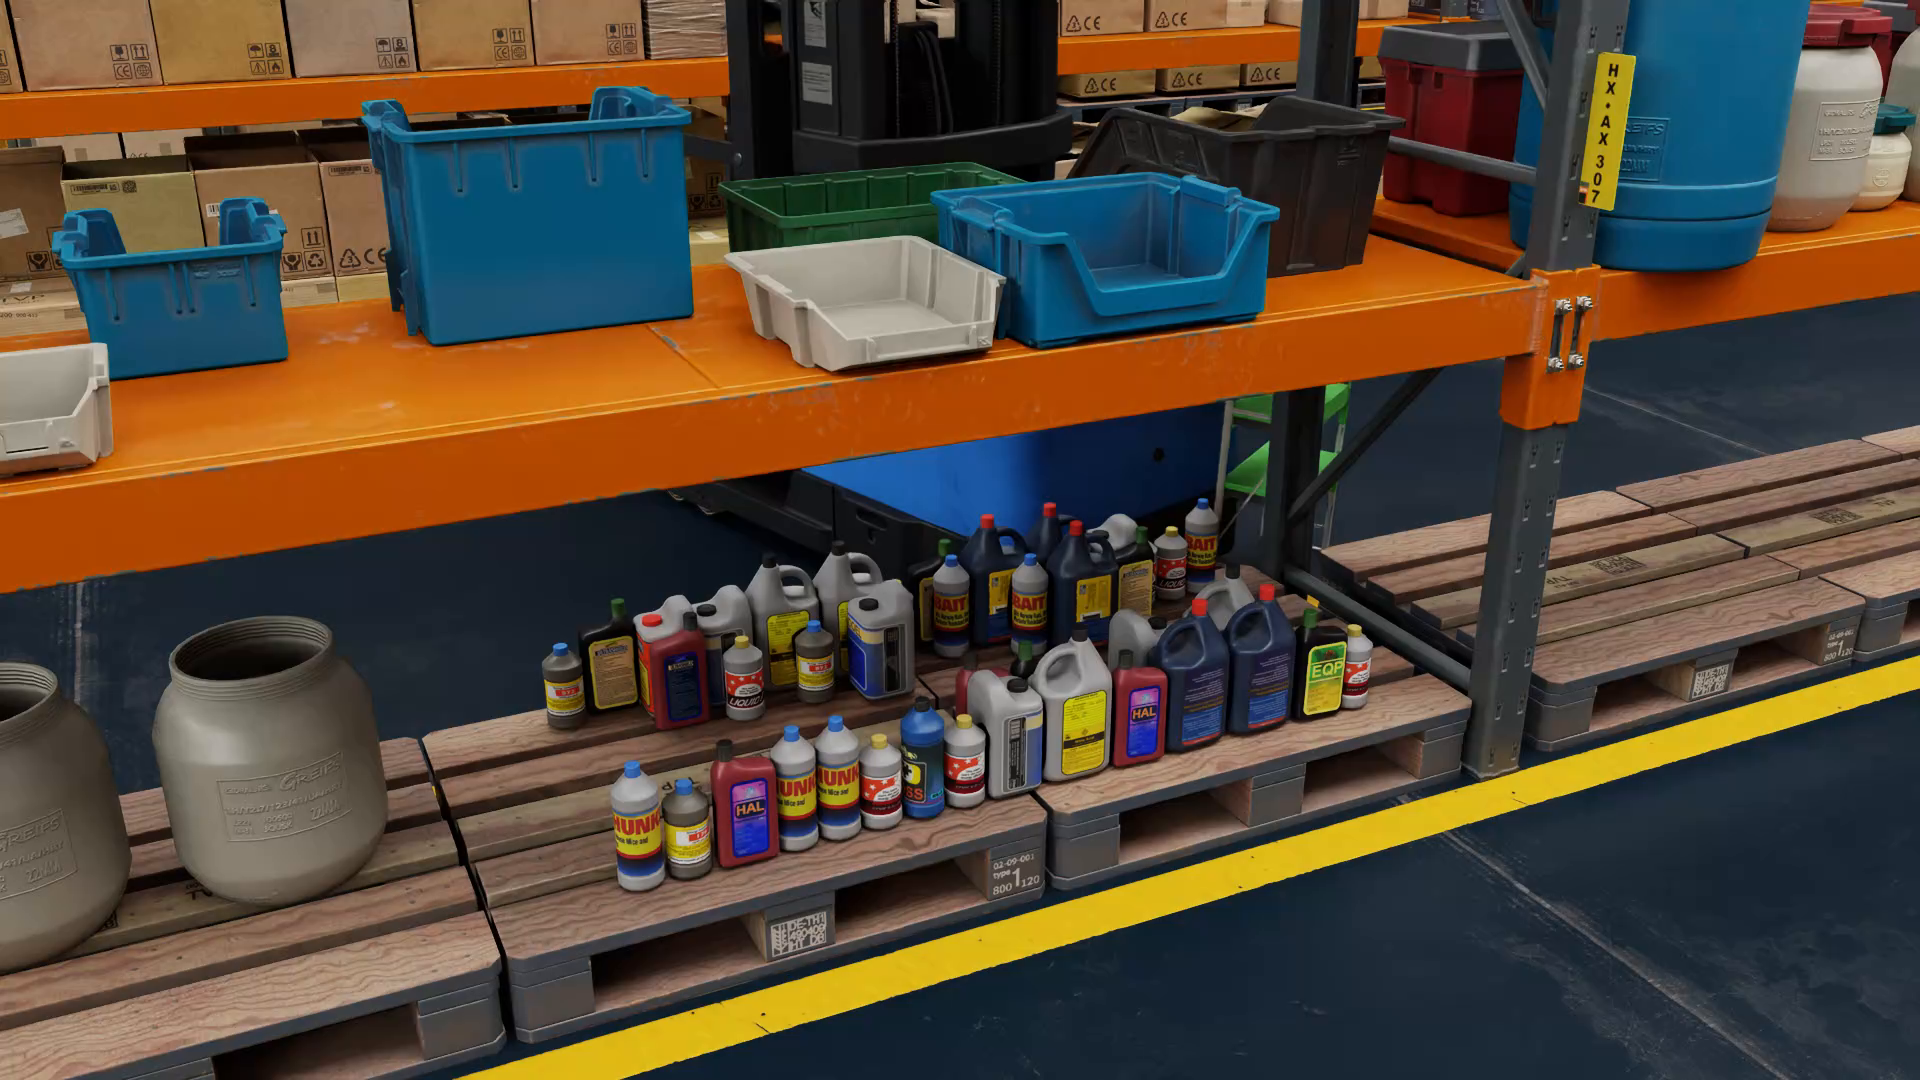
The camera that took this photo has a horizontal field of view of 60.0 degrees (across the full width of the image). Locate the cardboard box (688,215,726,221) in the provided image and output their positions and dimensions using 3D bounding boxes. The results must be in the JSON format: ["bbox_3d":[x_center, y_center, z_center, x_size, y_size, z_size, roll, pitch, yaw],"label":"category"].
[{"bbox_3d":[-1.523,-1.607,8.755,0.500,0.250,0.500,-10,25,-24],"label":"cardboard box"}]

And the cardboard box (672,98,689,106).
[{"bbox_3d":[-2.470,-3.538,13.069,0.500,0.500,0.700,-10,24,-22],"label":"cardboard box"}]

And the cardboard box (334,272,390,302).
[{"bbox_3d":[-2.646,-1.176,7.715,0.500,0.250,0.500,-10,25,-24],"label":"cardboard box"}]

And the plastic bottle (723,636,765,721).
[{"bbox_3d":[-0.534,0.334,4.104,0.097,0.201,0.097,0,22,0],"label":"plastic bottle"}]

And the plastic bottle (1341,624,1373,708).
[{"bbox_3d":[0.979,0.309,4.164,0.097,0.201,0.097,0,22,0],"label":"plastic bottle"}]

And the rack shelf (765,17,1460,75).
[{"bbox_3d":[0.828,-2.655,9.182,4.000,0.370,1.077,-10,25,-24],"label":"rack shelf"}]

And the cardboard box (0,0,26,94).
[{"bbox_3d":[-4.152,-2.111,6.797,0.500,0.500,0.700,-10,25,-24],"label":"cardboard box"}]

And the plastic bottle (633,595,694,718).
[{"bbox_3d":[-0.729,0.283,4.131,0.135,0.276,0.152,-10,25,-23],"label":"plastic bottle"}]

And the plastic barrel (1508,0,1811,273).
[{"bbox_3d":[1.651,-1.139,3.924,0.708,0.901,0.600,-10,25,-24],"label":"plastic barrel"}]

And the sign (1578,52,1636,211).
[{"bbox_3d":[1.400,-0.884,3.602,0.005,0.325,0.100,-10,25,-24],"label":"sign"}]

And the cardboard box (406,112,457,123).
[{"bbox_3d":[-4.043,-3.224,12.311,0.500,0.500,0.500,-12,26,-28],"label":"cardboard box"}]

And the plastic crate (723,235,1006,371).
[{"bbox_3d":[-0.182,-0.469,3.307,0.437,0.136,0.530,-10,25,-24],"label":"plastic crate"}]

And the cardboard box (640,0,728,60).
[{"bbox_3d":[-1.371,-2.626,8.041,0.500,0.500,0.700,-11,25,-25],"label":"cardboard box"}]

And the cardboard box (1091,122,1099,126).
[{"bbox_3d":[1.101,-2.342,9.799,0.500,0.311,0.500,-11,25,-25],"label":"cardboard box"}]

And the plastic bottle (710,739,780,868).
[{"bbox_3d":[-0.452,0.543,3.493,0.133,0.283,0.061,-10,25,-23],"label":"plastic bottle"}]

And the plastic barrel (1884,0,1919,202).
[{"bbox_3d":[2.789,-1.215,4.587,0.433,0.535,0.433,0,22,0],"label":"plastic barrel"}]

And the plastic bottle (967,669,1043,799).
[{"bbox_3d":[0.104,0.425,3.788,0.135,0.276,0.152,-10,24,-23],"label":"plastic bottle"}]

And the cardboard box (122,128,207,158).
[{"bbox_3d":[-5.554,-2.838,11.624,0.500,0.311,0.500,-8,24,-19],"label":"cardboard box"}]

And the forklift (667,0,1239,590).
[{"bbox_3d":[-0.459,-1.559,5.685,1.130,2.935,3.031,-19,29,-39],"label":"forklift"}]

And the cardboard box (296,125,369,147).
[{"bbox_3d":[-2.878,-1.707,8.017,0.500,0.500,0.500,-10,25,-24],"label":"cardboard box"}]

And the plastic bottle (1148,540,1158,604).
[{"bbox_3d":[0.511,0.077,4.725,0.097,0.201,0.097,0,22,0],"label":"plastic bottle"}]

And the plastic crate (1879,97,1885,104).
[{"bbox_3d":[2.618,-1.236,5.091,0.662,0.188,0.450,-10,25,-24],"label":"plastic crate"}]

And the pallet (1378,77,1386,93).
[{"bbox_3d":[4.802,-4.500,16.345,1.213,0.211,1.003,-10,25,-24],"label":"pallet"}]

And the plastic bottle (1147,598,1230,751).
[{"bbox_3d":[0.543,0.311,3.965,0.185,0.351,0.144,-12,25,-26],"label":"plastic bottle"}]

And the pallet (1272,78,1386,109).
[{"bbox_3d":[3.420,-4.247,15.733,1.213,0.211,1.003,-10,25,-24],"label":"pallet"}]

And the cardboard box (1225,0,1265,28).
[{"bbox_3d":[1.506,-2.972,9.336,0.250,0.149,0.380,-9,24,-20],"label":"cardboard box"}]

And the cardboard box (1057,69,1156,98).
[{"bbox_3d":[1.198,-4.303,14.485,0.750,0.750,0.750,-11,25,-24],"label":"cardboard box"}]

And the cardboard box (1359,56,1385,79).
[{"bbox_3d":[3.554,-4.737,15.534,0.750,0.750,0.750,-10,25,-23],"label":"cardboard box"}]

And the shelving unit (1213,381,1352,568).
[{"bbox_3d":[1.044,-0.454,5.264,0.258,1.200,0.503,15,27,26],"label":"shelving unit"}]

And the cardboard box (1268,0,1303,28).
[{"bbox_3d":[1.940,-2.958,9.304,0.250,0.149,0.380,-10,25,-24],"label":"cardboard box"}]

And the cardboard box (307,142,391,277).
[{"bbox_3d":[-2.646,-1.522,7.571,0.500,0.500,0.500,-10,25,-24],"label":"cardboard box"}]

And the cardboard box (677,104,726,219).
[{"bbox_3d":[-1.527,-1.956,8.620,0.500,0.500,0.500,-10,25,-24],"label":"cardboard box"}]

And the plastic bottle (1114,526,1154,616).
[{"bbox_3d":[0.461,0.105,4.550,0.133,0.283,0.061,-10,25,-24],"label":"plastic bottle"}]

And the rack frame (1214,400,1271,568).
[{"bbox_3d":[0.922,-0.374,5.069,0.240,1.200,0.015,15,27,26],"label":"rack frame"}]

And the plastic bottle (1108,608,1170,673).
[{"bbox_3d":[0.456,0.299,4.093,0.135,0.276,0.152,-10,25,-24],"label":"plastic bottle"}]

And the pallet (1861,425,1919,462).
[{"bbox_3d":[4.060,-0.208,5.976,1.213,0.211,1.003,-10,25,-24],"label":"pallet"}]

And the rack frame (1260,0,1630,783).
[{"bbox_3d":[1.171,-0.948,4.118,0.127,3.000,1.000,-10,25,-24],"label":"rack frame"}]

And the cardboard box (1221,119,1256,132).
[{"bbox_3d":[1.800,-2.241,9.556,0.500,0.311,0.500,-11,25,-24],"label":"cardboard box"}]

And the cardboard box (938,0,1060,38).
[{"bbox_3d":[0.200,-2.911,8.729,0.500,0.500,0.500,-9,24,-20],"label":"cardboard box"}]

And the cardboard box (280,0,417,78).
[{"bbox_3d":[-2.758,-2.369,7.420,0.500,0.500,0.700,-10,24,-22],"label":"cardboard box"}]

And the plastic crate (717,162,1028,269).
[{"bbox_3d":[-0.174,-0.722,3.849,0.662,0.188,0.450,-10,25,-24],"label":"plastic crate"}]

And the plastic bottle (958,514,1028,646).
[{"bbox_3d":[0.094,0.095,4.487,0.185,0.351,0.144,-12,25,-26],"label":"plastic bottle"}]

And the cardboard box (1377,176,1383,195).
[{"bbox_3d":[2.262,-2.071,9.878,0.500,0.250,0.500,-10,24,-22],"label":"cardboard box"}]

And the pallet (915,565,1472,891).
[{"bbox_3d":[0.548,0.438,4.417,1.213,0.211,1.003,-10,25,-24],"label":"pallet"}]

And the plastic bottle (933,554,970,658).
[{"bbox_3d":[-0.023,0.169,4.412,0.097,0.271,0.097,0,22,0],"label":"plastic bottle"}]

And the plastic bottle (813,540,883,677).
[{"bbox_3d":[-0.289,0.166,4.316,0.185,0.351,0.144,-11,25,-24],"label":"plastic bottle"}]

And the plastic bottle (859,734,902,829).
[{"bbox_3d":[-0.176,0.522,3.650,0.097,0.201,0.097,0,22,0],"label":"plastic bottle"}]
